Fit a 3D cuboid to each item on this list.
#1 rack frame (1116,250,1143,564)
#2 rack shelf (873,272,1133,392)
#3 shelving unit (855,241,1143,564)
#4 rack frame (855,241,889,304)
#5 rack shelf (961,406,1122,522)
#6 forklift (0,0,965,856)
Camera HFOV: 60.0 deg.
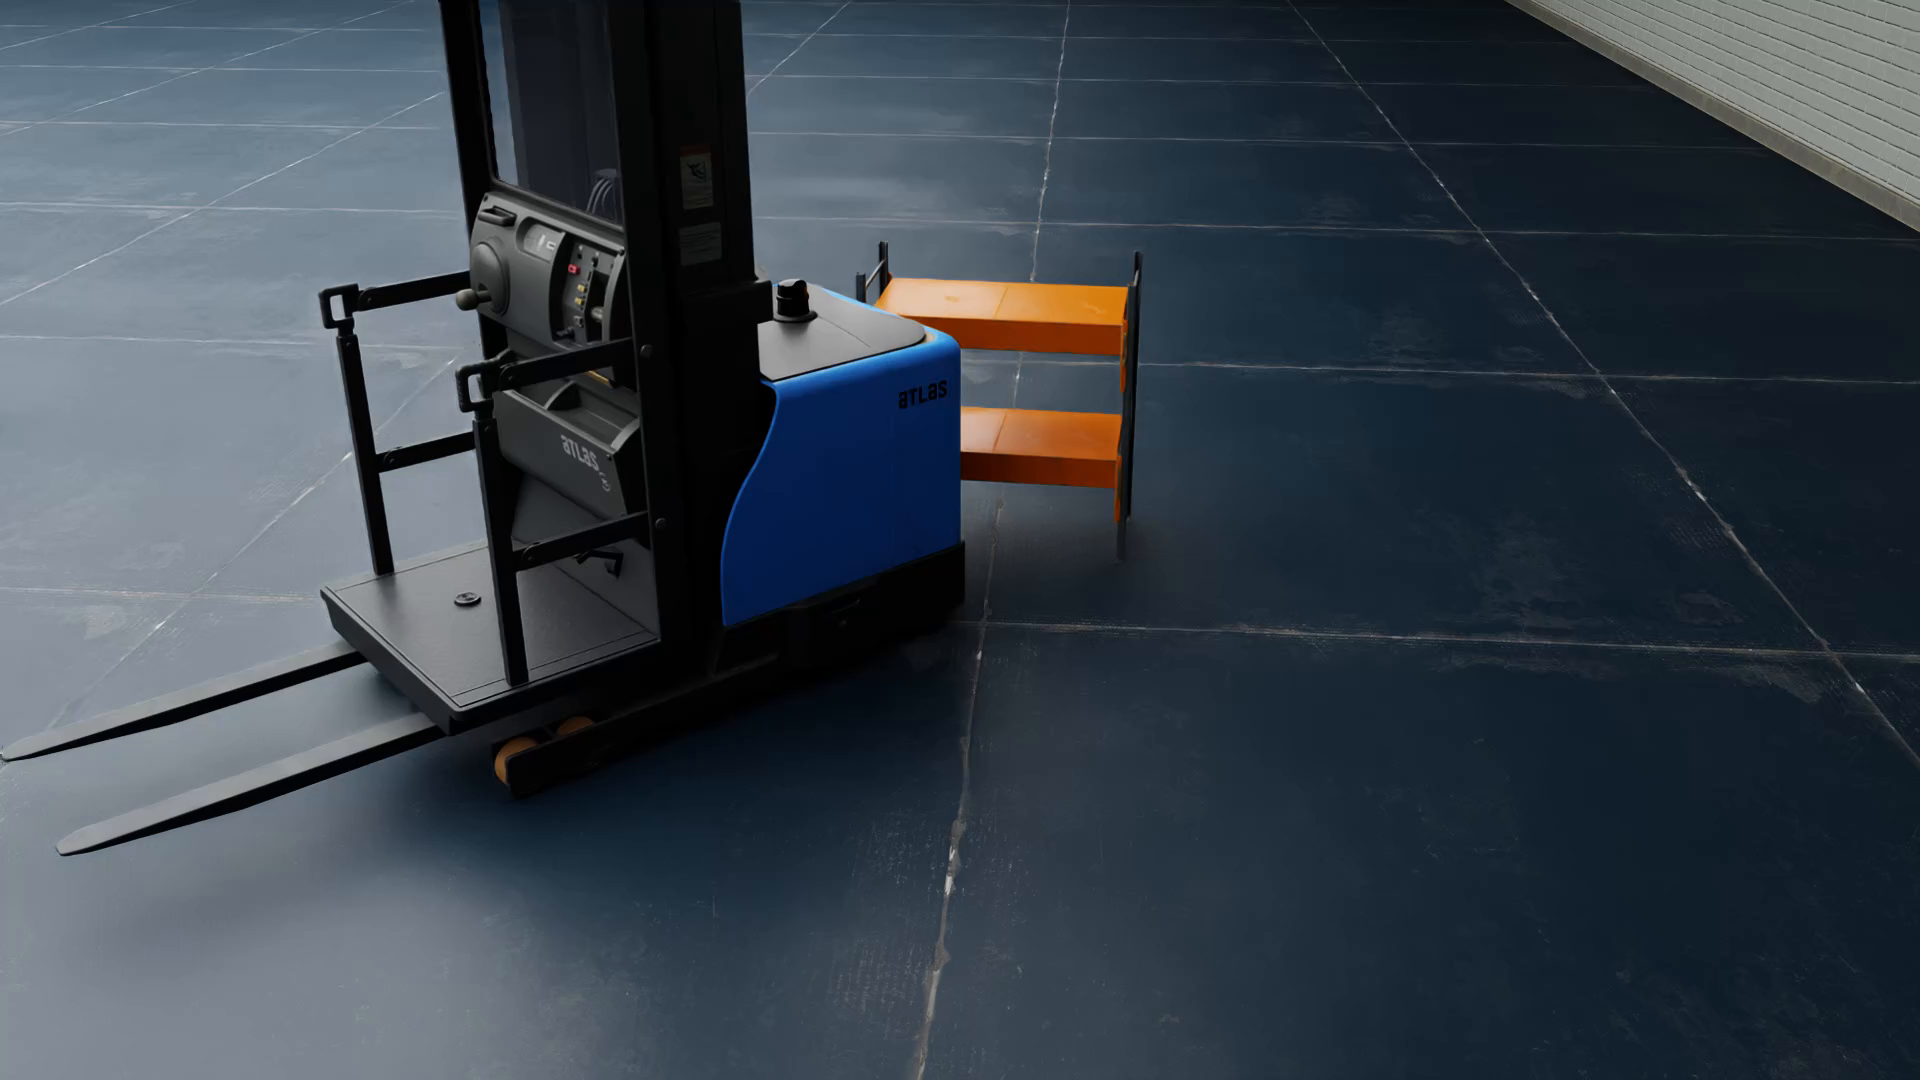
[{"bbox_3d":[0.666,-0.522,6.539,0.032,1.125,0.500,4,25,8],"label":"rack frame"},{"bbox_3d":[0.163,-0.819,6.484,1.000,0.278,0.538,4,25,8],"label":"rack shelf"},{"bbox_3d":[0.163,-0.553,6.606,1.048,1.125,0.538,4,25,8],"label":"shelving unit"},{"bbox_3d":[-0.340,-0.584,6.674,0.032,1.125,0.500,4,25,8],"label":"rack frame"},{"bbox_3d":[0.163,-0.331,6.709,1.000,0.278,0.538,4,25,8],"label":"rack shelf"},{"bbox_3d":[-1.436,-0.808,4.999,3.031,2.935,1.130,-19,31,-36],"label":"forklift"}]
